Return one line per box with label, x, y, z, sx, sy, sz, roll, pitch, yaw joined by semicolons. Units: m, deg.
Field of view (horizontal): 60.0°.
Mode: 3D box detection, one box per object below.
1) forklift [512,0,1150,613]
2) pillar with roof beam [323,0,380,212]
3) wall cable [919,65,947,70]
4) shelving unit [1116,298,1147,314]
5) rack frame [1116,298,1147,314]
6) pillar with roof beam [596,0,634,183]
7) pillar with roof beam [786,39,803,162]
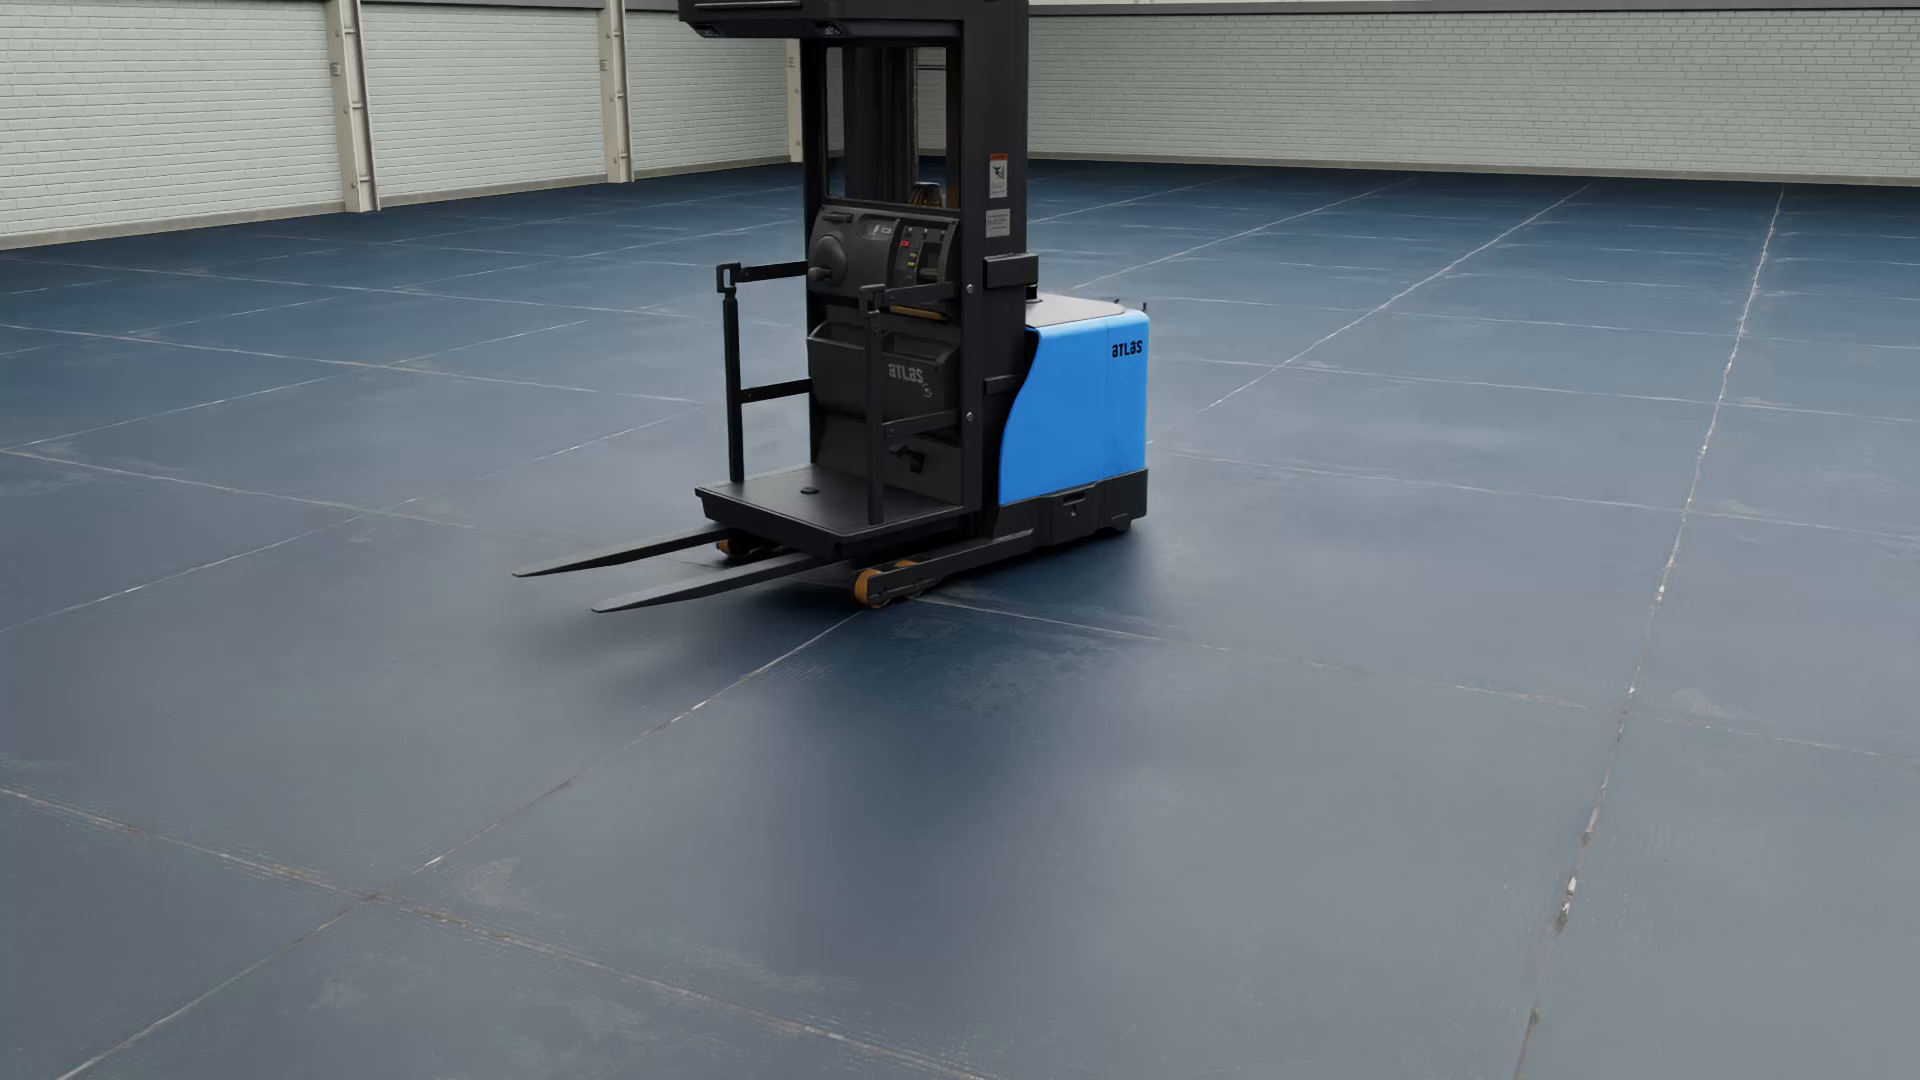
forklift;-0.499;-1.282;7.192;3.031;2.935;1.130;-15;22;-41
pillar with roof beam;-4.798;-8.533;20.948;9.100;9.000;0.400;8;18;25
wall cable;-0.787;-11.231;35.485;3.097;2.526;0.112;8;18;25
shelving unit;0.771;-0.685;8.481;0.252;1.050;0.215;-14;21;-41
rack frame;0.861;-0.707;8.561;0.008;1.050;0.200;-14;21;-41
pillar with roof beam;-2.117;-10.061;26.093;9.100;9.000;0.400;8;18;25
pillar with roof beam;0.564;-11.589;31.239;9.100;9.000;0.400;8;18;25
